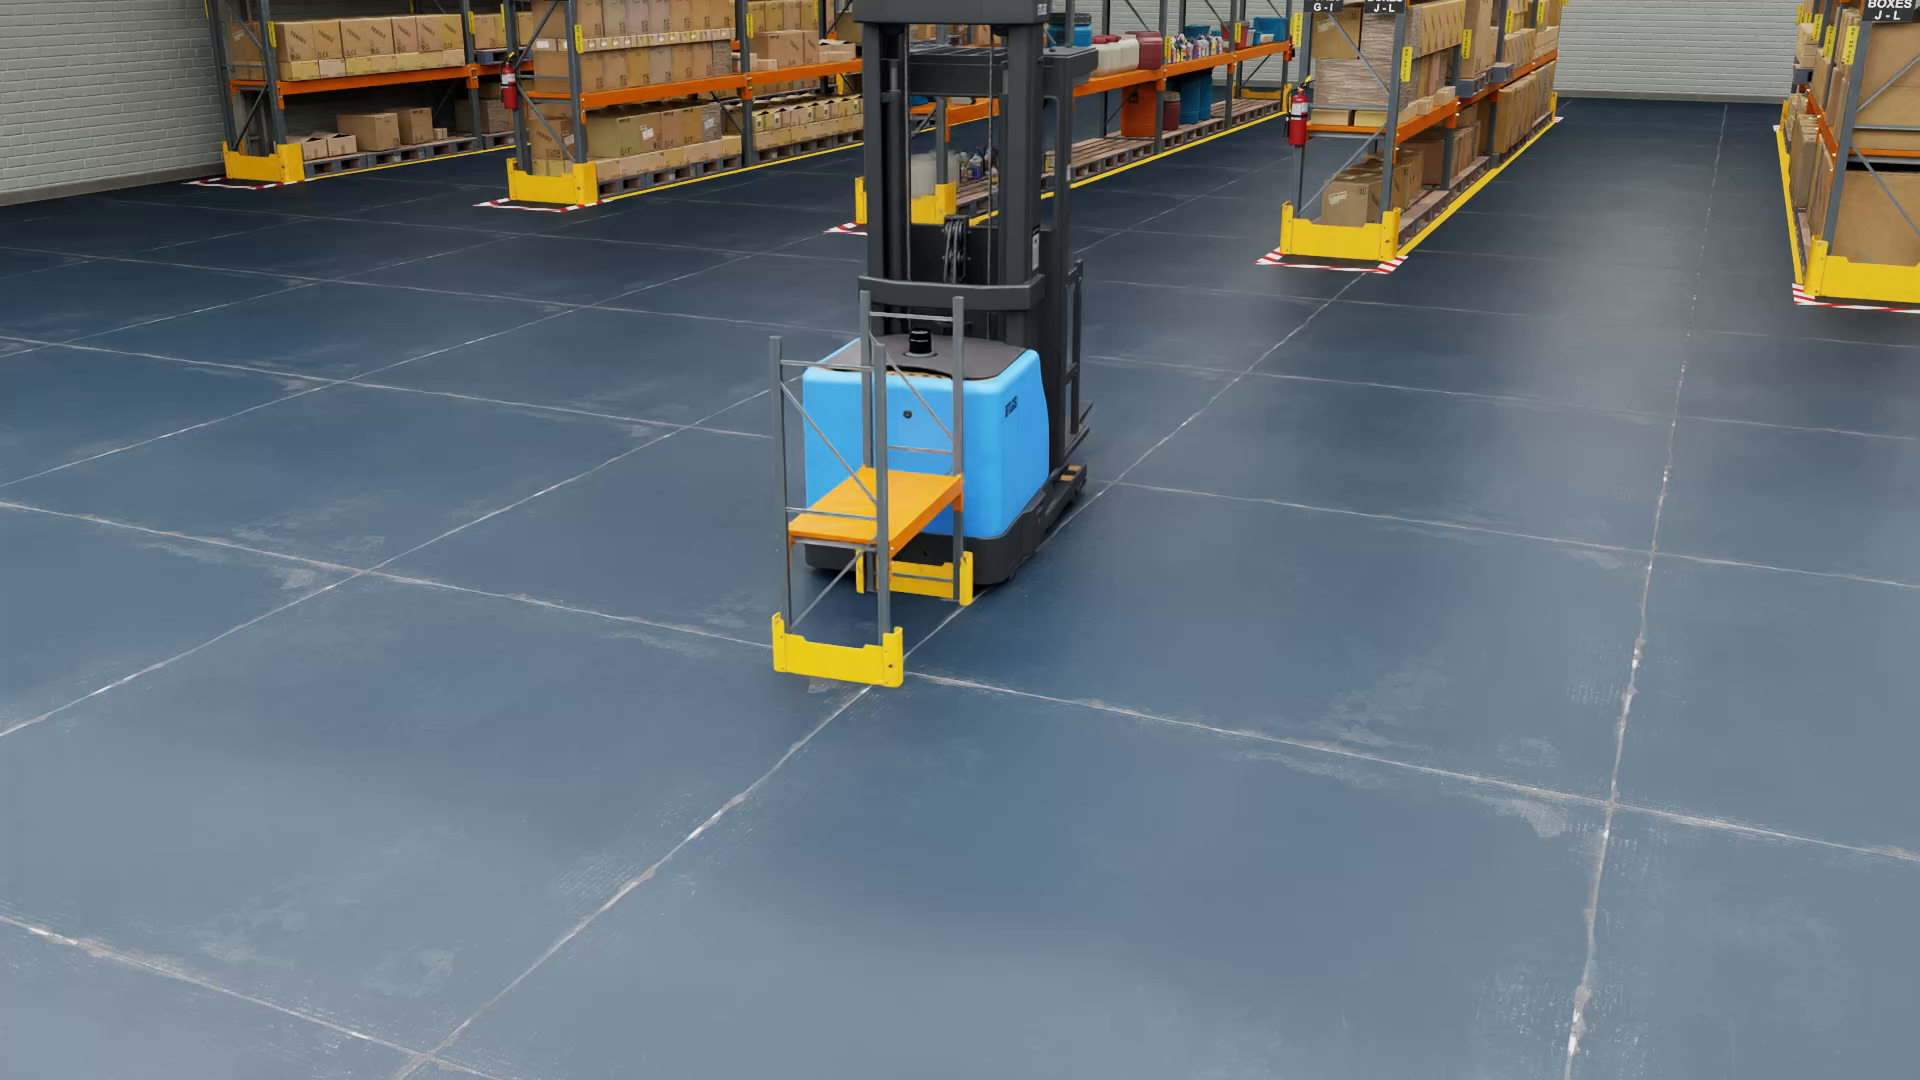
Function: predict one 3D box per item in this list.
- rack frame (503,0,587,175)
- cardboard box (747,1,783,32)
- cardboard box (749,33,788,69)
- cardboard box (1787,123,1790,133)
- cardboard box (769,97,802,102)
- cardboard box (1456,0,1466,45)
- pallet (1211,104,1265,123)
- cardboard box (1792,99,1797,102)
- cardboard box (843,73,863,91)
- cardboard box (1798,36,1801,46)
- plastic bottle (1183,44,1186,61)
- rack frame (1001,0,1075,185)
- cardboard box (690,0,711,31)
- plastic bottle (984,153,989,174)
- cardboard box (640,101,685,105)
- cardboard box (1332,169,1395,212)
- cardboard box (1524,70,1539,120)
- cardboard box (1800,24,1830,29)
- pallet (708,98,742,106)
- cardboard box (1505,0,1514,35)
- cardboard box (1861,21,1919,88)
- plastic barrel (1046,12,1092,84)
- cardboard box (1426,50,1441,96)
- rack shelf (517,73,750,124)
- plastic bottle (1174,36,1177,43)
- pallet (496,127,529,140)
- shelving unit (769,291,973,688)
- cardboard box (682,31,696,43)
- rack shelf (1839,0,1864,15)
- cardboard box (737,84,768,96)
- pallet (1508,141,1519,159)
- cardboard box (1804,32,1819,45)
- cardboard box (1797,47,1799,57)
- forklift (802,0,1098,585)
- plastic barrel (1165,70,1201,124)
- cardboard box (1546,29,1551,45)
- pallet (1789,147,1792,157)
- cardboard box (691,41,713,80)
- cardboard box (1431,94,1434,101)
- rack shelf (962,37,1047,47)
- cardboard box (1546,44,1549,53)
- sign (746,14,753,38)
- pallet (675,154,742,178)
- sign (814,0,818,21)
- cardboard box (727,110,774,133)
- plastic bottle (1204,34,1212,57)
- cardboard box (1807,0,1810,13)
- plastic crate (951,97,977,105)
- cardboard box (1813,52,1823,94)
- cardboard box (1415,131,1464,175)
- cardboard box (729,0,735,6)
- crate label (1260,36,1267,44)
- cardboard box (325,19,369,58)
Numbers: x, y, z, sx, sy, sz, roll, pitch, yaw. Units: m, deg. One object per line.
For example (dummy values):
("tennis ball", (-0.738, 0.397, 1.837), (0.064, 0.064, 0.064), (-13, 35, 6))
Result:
("rack frame", (-5.134, -5.721, 20.578), (1.000, 3.000, 0.127), (9, 21, 23))
("cardboard box", (-4.200, -10.595, 33.836), (0.980, 0.700, 0.700), (8, 21, 21))
("cardboard box", (-2.951, -7.384, 25.106), (0.500, 0.500, 0.500), (10, 22, 27))
("cardboard box", (13.573, -6.655, 26.833), (0.380, 0.149, 0.250), (9, 21, 23))
("cardboard box", (-2.759, -6.896, 26.522), (0.500, 0.311, 0.500), (8, 21, 21))
("cardboard box", (5.606, -6.066, 19.464), (0.500, 0.500, 0.500), (9, 21, 23))
("pallet", (5.061, -7.999, 31.145), (1.003, 0.211, 1.213), (9, 21, 23))
("cardboard box", (13.892, -7.156, 27.355), (0.380, 0.149, 0.250), (9, 21, 24))
("cardboard box", (-1.670, -7.885, 28.618), (0.500, 0.250, 0.500), (9, 22, 25))
("cardboard box", (12.403, -7.241, 24.158), (0.380, 0.149, 0.250), (8, 21, 20))
("plastic bottle", (3.582, -7.827, 26.692), (0.097, 0.271, 0.097), (0, 20, 0))
("rack frame", (1.021, -6.263, 22.102), (1.000, 3.000, 0.127), (9, 21, 23))
("cardboard box", (-3.878, -7.311, 22.963), (0.700, 0.500, 0.500), (8, 21, 23))
("plastic bottle", (0.363, -4.934, 21.780), (0.097, 0.271, 0.097), (0, 20, 0))
("cardboard box", (-4.170, -5.946, 23.570), (0.500, 0.500, 0.500), (9, 21, 23))
("cardboard box", (4.386, -3.756, 18.158), (0.500, 0.500, 0.500), (15, 25, 37))
("cardboard box", (9.159, -7.416, 27.890), (0.875, 0.875, 0.875), (9, 21, 23))
("cardboard box", (12.610, -7.533, 24.536), (0.380, 0.149, 0.250), (9, 22, 24))
("pallet", (-4.989, -8.507, 32.576), (1.003, 0.211, 1.213), (9, 21, 23))
("cardboard box", (7.761, -7.746, 24.626), (0.797, 0.503, 0.637), (9, 22, 24))
("cardboard box", (8.573, -4.336, 14.850), (0.875, 0.550, 0.550), (9, 21, 23))
("plastic barrel", (1.456, -6.575, 22.233), (0.600, 0.901, 0.708), (9, 21, 23))
("cardboard box", (4.949, -5.327, 18.876), (0.875, 0.500, 0.500), (9, 21, 23))
("rack shelf", (-4.315, -5.993, 22.418), (1.077, 0.370, 4.000), (9, 21, 23))
("plastic bottle", (3.703, -8.559, 28.733), (0.061, 0.283, 0.133), (9, 21, 23))
("pallet", (-7.202, -6.921, 28.114), (1.003, 0.211, 1.213), (9, 21, 23))
("shelving unit", (-0.381, -0.270, 7.489), (0.587, 1.500, 1.083), (6, 21, 17))
("cardboard box", (-3.831, -6.873, 22.700), (0.380, 0.149, 0.250), (8, 21, 22))
("rack shelf", (9.204, -5.334, 16.089), (1.077, 0.370, 4.000), (9, 21, 23))
("cardboard box", (-4.342, -9.302, 33.753), (0.700, 0.500, 0.500), (9, 21, 23))
("pallet", (8.070, -6.094, 25.790), (1.003, 0.211, 1.213), (9, 21, 23))
("cardboard box", (11.444, -6.667, 22.099), (0.380, 0.149, 0.250), (8, 21, 21))
("cardboard box", (12.297, -7.023, 23.989), (0.380, 0.149, 0.250), (8, 21, 20))
("forklift", (0.115, -1.621, 9.153), (1.130, 2.935, 3.031), (6, 20, 15))
("plastic barrel", (3.769, -7.537, 28.190), (0.600, 0.901, 0.708), (9, 21, 23))
("cardboard box", (9.871, -8.666, 28.639), (0.500, 0.250, 0.500), (9, 21, 23))
("pallet", (12.982, -5.765, 24.864), (1.003, 0.211, 1.213), (9, 21, 23))
("cardboard box", (-3.882, -6.692, 23.160), (0.700, 0.500, 0.500), (8, 21, 22))
("cardboard box", (5.163, -4.983, 18.879), (0.380, 0.149, 0.250), (9, 21, 23))
("rack shelf", (0.598, -9.661, 32.732), (1.077, 0.370, 4.000), (9, 21, 23))
("cardboard box", (9.982, -8.512, 28.801), (0.380, 0.149, 0.250), (9, 21, 24))
("sign", (-2.989, -7.313, 23.645), (0.100, 0.325, 0.005), (9, 21, 23))
("pallet", (-3.860, -5.392, 23.816), (1.003, 0.211, 1.213), (9, 21, 23))
("sign", (-2.357, -8.746, 27.475), (0.100, 0.325, 0.005), (9, 21, 23))
("cardboard box", (-3.100, -6.202, 24.572), (0.500, 0.311, 0.500), (9, 21, 23))
("plastic bottle", (4.143, -8.303, 27.911), (0.144, 0.351, 0.185), (9, 21, 23))
("cardboard box", (13.452, -8.315, 25.788), (0.500, 0.500, 0.500), (8, 21, 21))
("plastic crate", (0.043, -5.145, 19.353), (0.298, 0.136, 0.250), (9, 21, 23))
("cardboard box", (10.819, -5.731, 20.459), (0.500, 0.500, 0.500), (9, 21, 23))
("cardboard box", (6.252, -5.112, 21.939), (0.700, 0.500, 0.500), (7, 21, 18))
("cardboard box", (-4.699, -10.440, 32.105), (0.500, 0.250, 0.500), (9, 22, 24))
("crate label", (5.543, -9.386, 31.188), (0.396, 0.136, 0.243), (9, 21, 23))
("cardboard box", (-8.757, -7.103, 23.539), (0.500, 0.500, 0.500), (8, 21, 21))
